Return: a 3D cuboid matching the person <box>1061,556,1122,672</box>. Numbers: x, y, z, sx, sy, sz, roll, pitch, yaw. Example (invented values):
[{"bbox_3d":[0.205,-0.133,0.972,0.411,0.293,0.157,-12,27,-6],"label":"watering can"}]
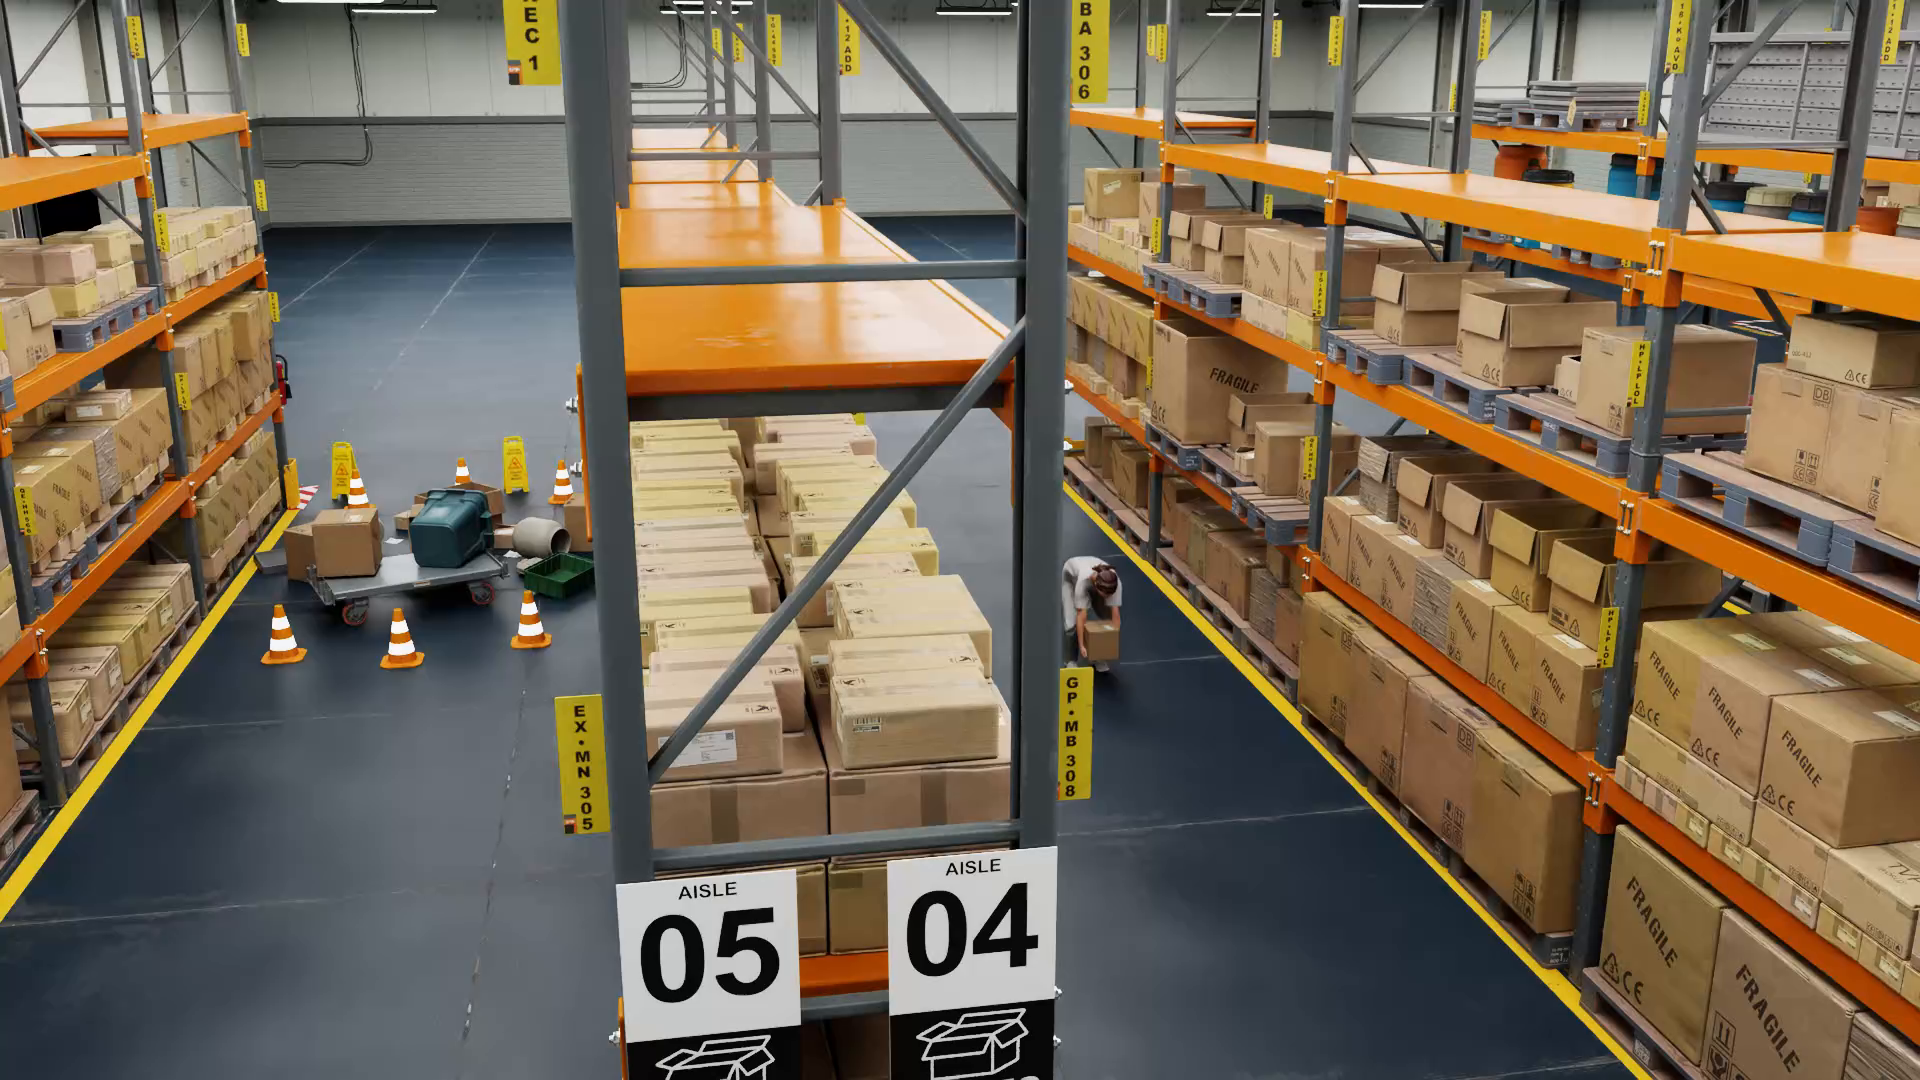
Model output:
[{"bbox_3d":[1.081,0.620,13.563,0.466,1.040,0.866,-4,17,-13],"label":"person"}]
